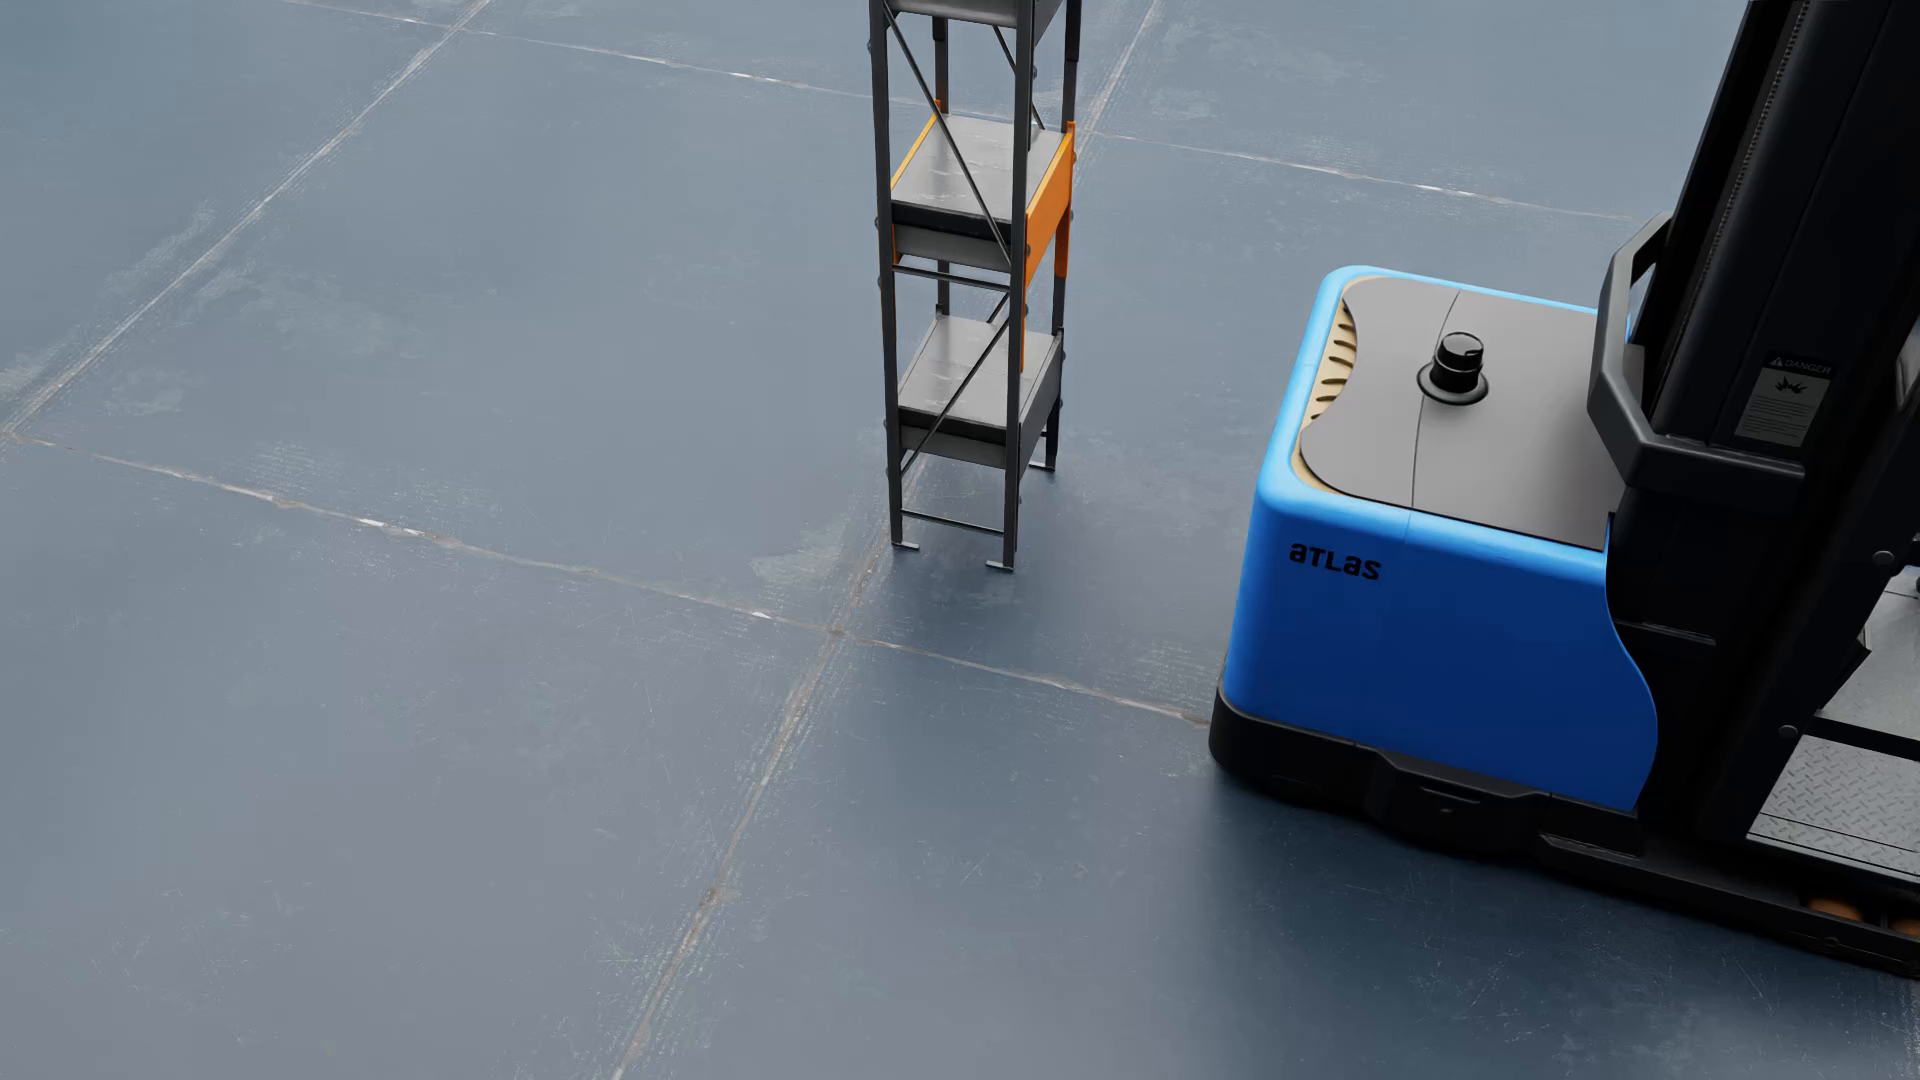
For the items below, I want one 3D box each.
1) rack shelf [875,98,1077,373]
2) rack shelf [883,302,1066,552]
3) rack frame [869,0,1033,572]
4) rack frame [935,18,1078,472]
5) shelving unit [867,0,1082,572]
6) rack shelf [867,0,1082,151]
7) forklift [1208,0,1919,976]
[{"bbox_3d":[0.050,-0.851,4.638,0.431,0.518,0.480,13,46,12],"label":"rack shelf"},{"bbox_3d":[0.050,-0.351,5.128,0.431,0.518,0.480,13,46,12],"label":"rack shelf"},{"bbox_3d":[-0.024,-0.698,4.462,0.400,2.100,0.015,13,46,12],"label":"rack frame"},{"bbox_3d":[0.124,-1.023,4.795,0.400,2.100,0.015,13,46,12],"label":"rack frame"},{"bbox_3d":[0.050,-0.861,4.628,0.431,2.100,0.503,13,46,12],"label":"shelving unit"},{"bbox_3d":[0.050,-1.351,4.148,0.431,0.518,0.480,13,46,12],"label":"rack shelf"},{"bbox_3d":[2.257,-0.384,3.547,3.031,2.935,1.130,14,46,14],"label":"forklift"}]
